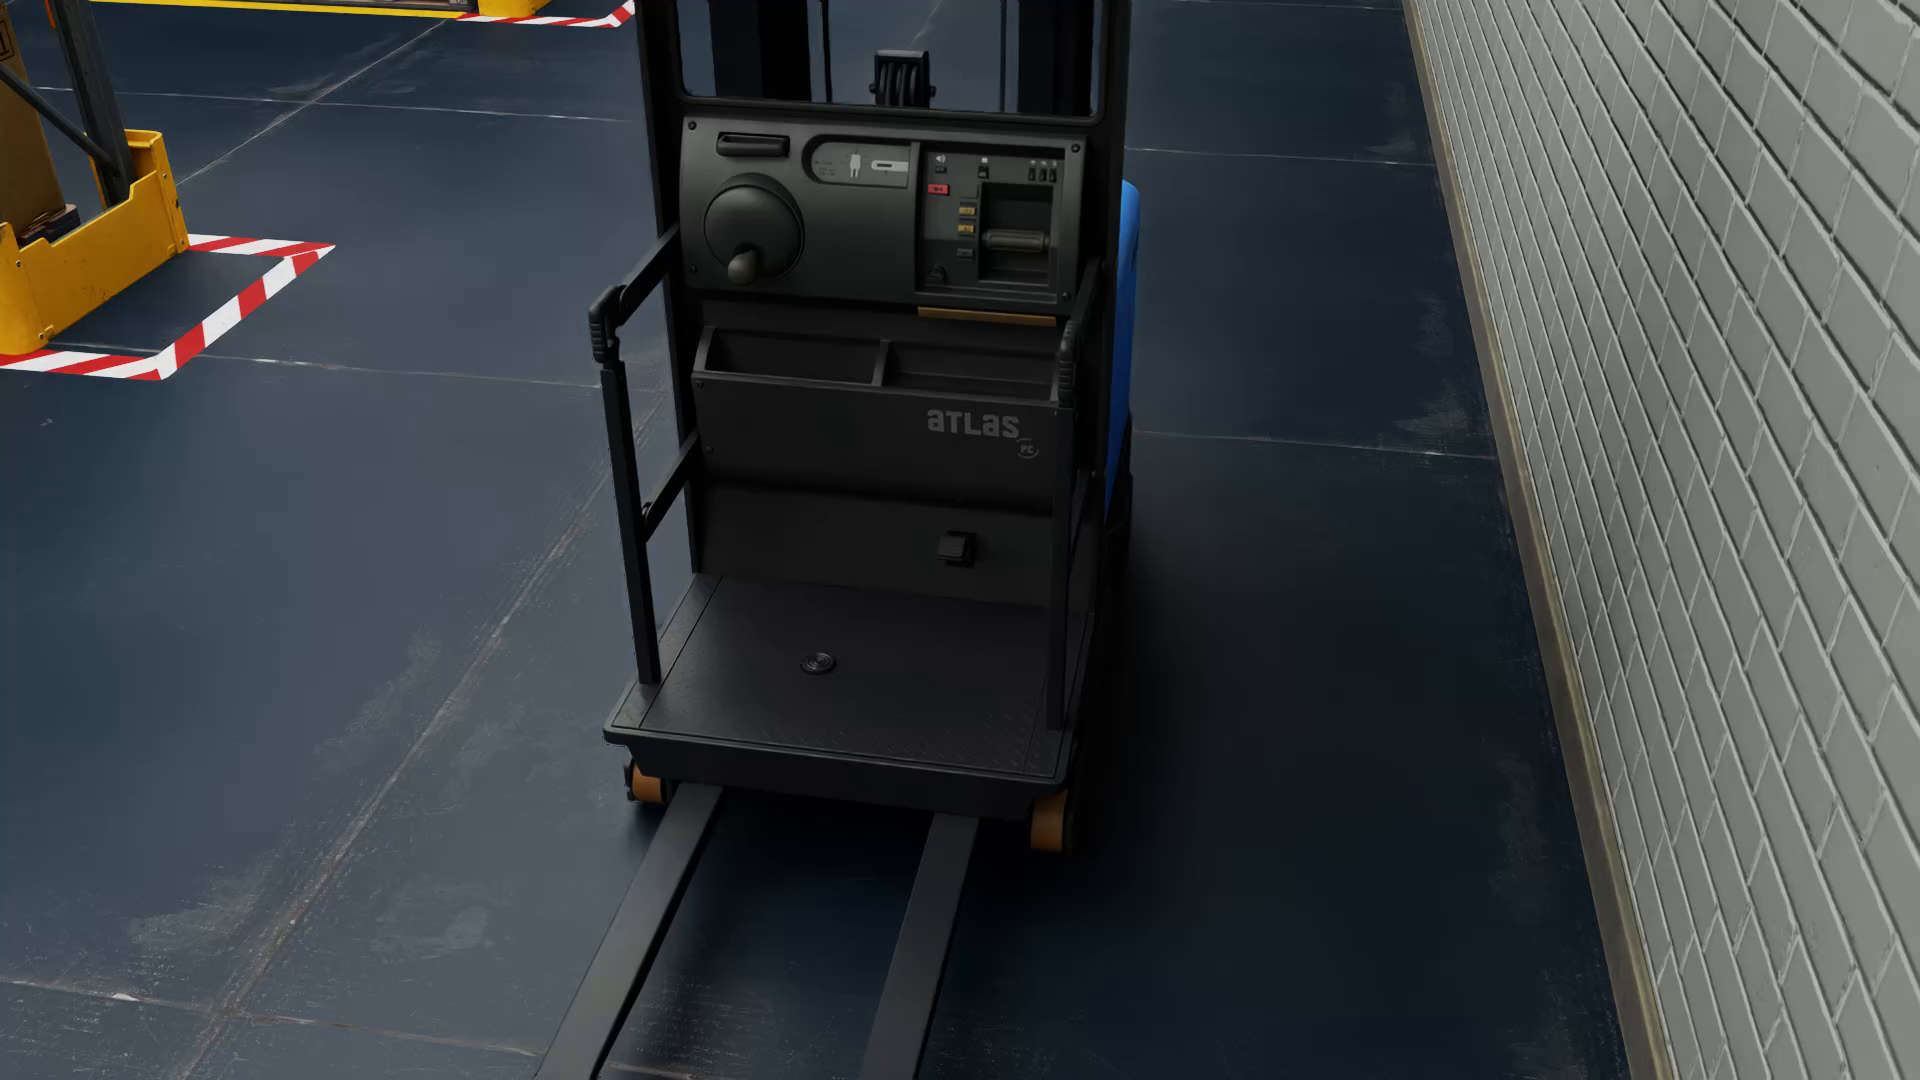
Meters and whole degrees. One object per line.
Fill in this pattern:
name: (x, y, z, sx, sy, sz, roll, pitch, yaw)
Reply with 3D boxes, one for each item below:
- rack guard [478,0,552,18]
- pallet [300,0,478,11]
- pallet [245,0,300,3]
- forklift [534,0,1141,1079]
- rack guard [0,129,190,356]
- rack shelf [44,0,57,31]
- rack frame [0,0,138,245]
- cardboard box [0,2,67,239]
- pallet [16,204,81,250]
rack guard: (-2.807, -3.832, 10.902, 0.348, 0.500, 1.175, 5, 32, 8)
pallet: (-3.639, -3.799, 11.121, 1.213, 0.211, 1.003, 5, 32, 8)
pallet: (-4.838, -3.909, 11.297, 1.213, 0.211, 1.003, 5, 32, 8)
forklift: (-0.219, -0.694, 3.596, 1.130, 2.935, 3.031, 6, 32, 9)
rack guard: (-3.642, -1.235, 6.752, 0.348, 0.500, 1.175, 5, 32, 8)
rack shelf: (-5.637, -2.171, 6.569, 4.000, 0.370, 1.077, 5, 32, 8)
rack frame: (-3.666, -2.297, 6.093, 0.127, 3.000, 1.000, 5, 32, 8)
cardboard box: (-4.310, -1.590, 6.569, 0.875, 0.875, 0.875, 5, 32, 8)
pallet: (-4.467, -1.145, 6.881, 1.213, 0.211, 1.003, 5, 32, 8)
